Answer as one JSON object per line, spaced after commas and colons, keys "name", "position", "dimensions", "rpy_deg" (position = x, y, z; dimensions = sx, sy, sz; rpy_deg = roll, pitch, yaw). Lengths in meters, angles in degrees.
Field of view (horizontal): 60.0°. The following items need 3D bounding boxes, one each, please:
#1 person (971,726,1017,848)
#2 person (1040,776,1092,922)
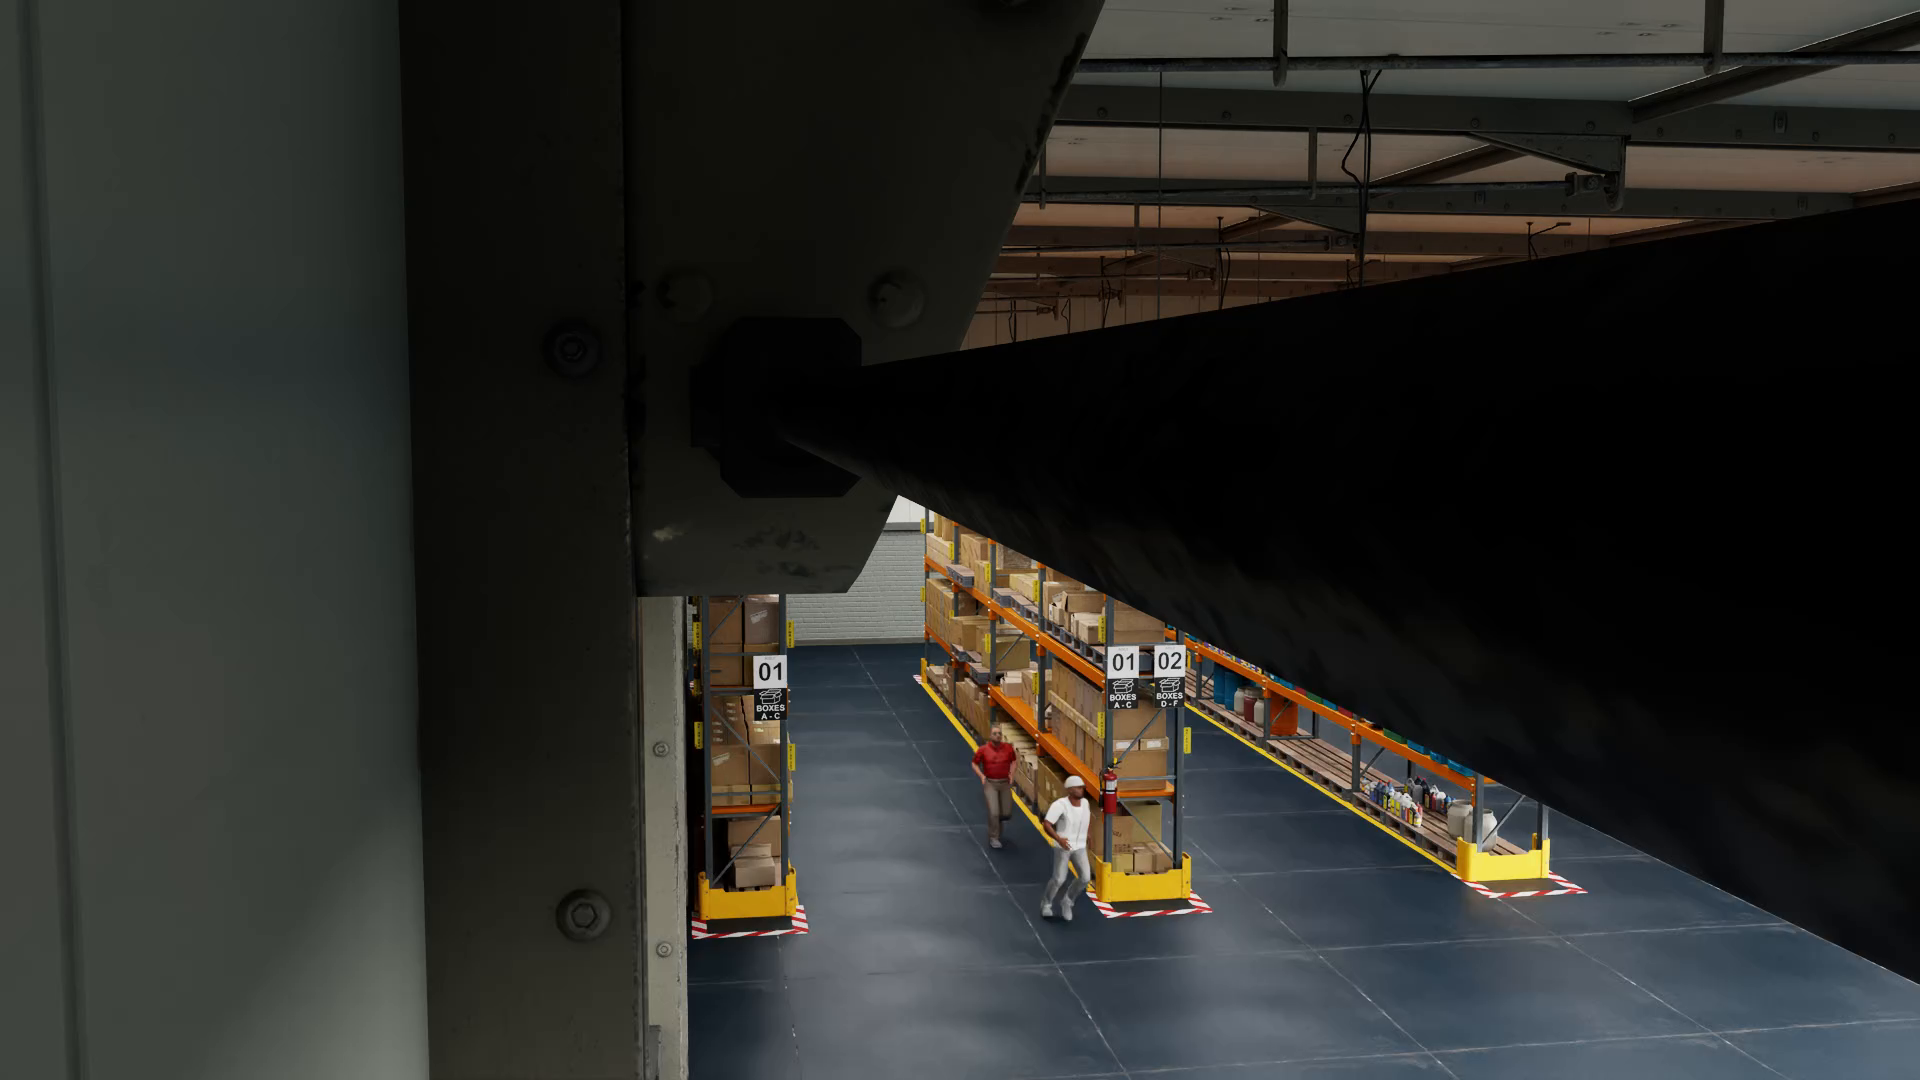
{"name": "person", "position": [0.493, 3.438, 23.344], "dimensions": [0.664, 1.675, 0.645], "rpy_deg": [-1, 5, -12]}
{"name": "person", "position": [1.350, 3.709, 20.059], "dimensions": [0.765, 1.738, 0.632], "rpy_deg": [-3, 6, -29]}
